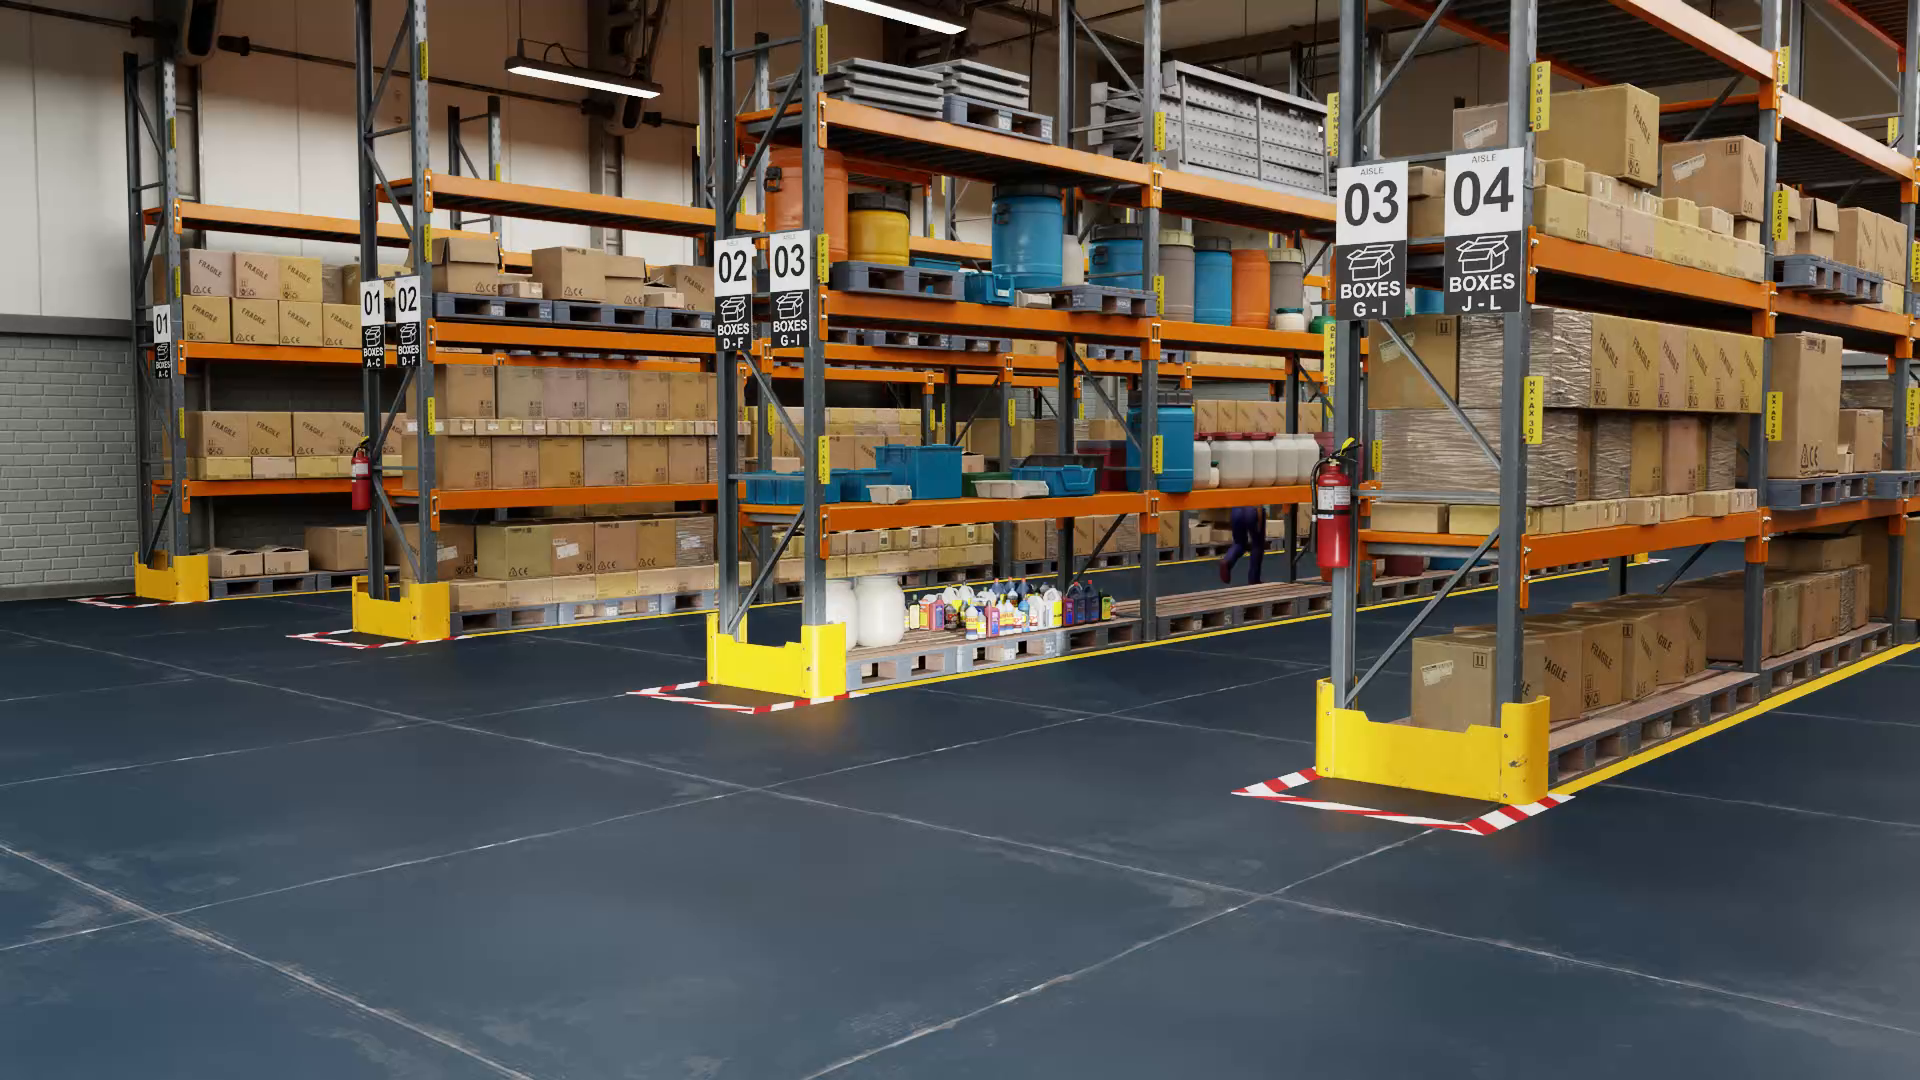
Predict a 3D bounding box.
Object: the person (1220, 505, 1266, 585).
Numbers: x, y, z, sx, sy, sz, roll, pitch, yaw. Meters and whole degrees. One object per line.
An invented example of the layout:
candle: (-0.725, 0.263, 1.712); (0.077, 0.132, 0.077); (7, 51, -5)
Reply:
person: (3.320, -0.257, 19.303); (0.478, 1.629, 0.614); (3, 5, 40)
